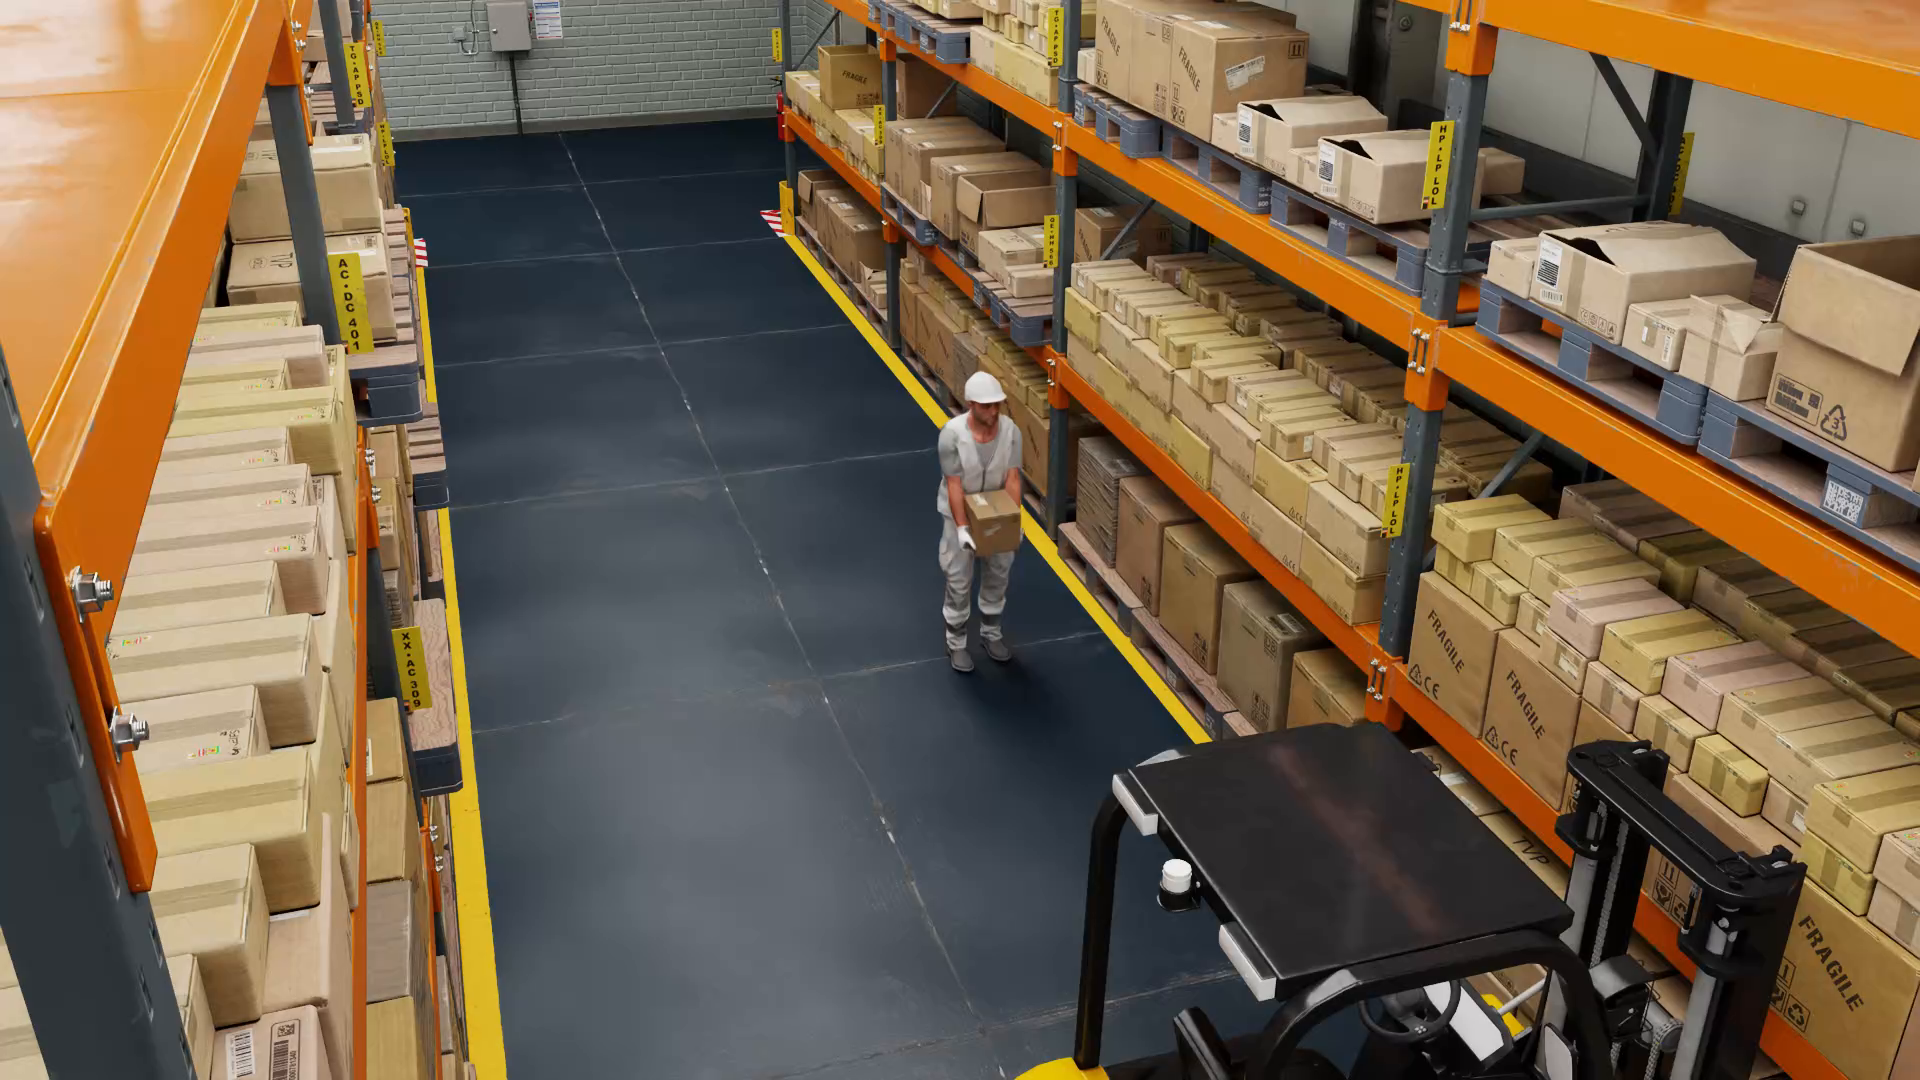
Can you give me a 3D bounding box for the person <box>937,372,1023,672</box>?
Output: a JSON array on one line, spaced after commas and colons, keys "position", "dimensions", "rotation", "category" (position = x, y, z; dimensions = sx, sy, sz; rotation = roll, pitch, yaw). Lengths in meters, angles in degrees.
[{"position": [0.126, -0.096, 9.297], "dimensions": [0.491, 1.773, 0.576], "rotation": [-9, 27, -17], "category": "person"}]
